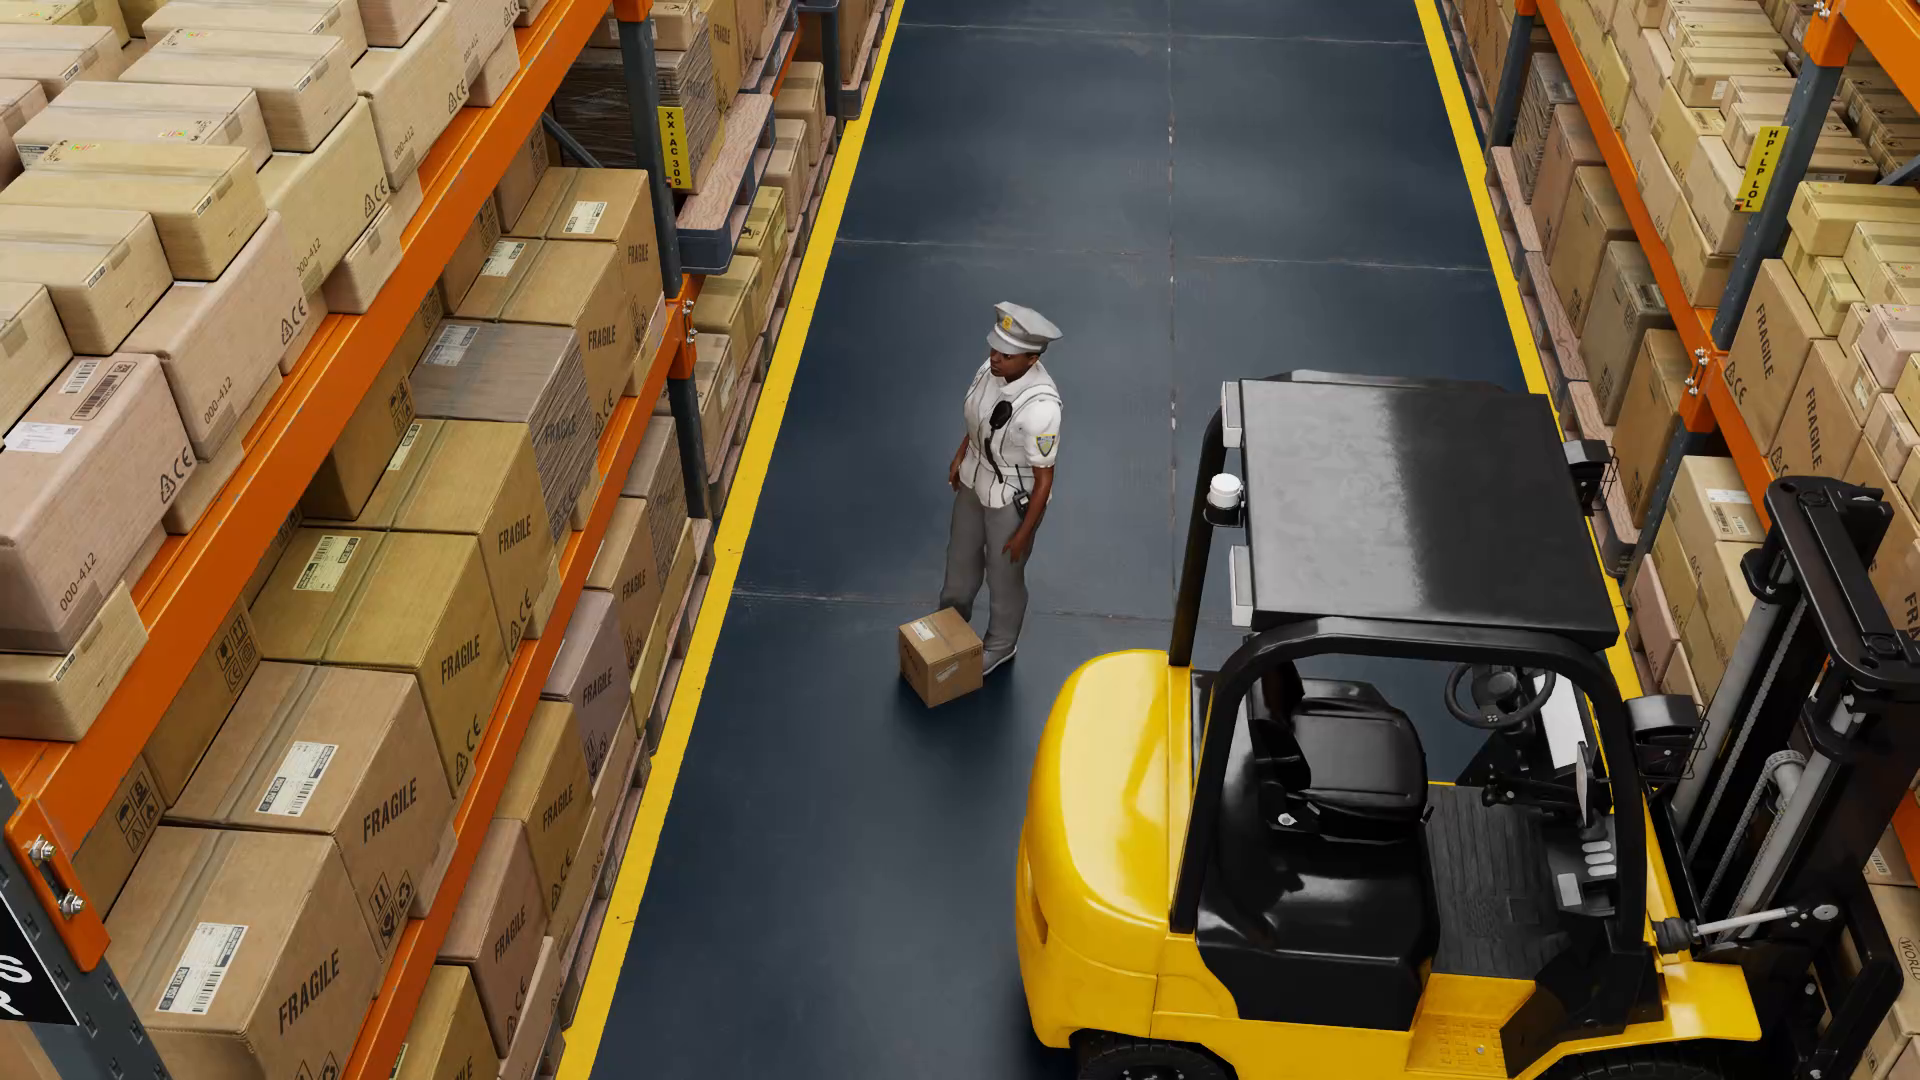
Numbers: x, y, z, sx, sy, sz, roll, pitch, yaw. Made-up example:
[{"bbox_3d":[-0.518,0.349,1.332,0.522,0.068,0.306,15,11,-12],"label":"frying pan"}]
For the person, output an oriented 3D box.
[{"bbox_3d":[0.090,-0.165,6.313,0.529,1.692,0.568,-18,44,-20],"label":"person"}]
